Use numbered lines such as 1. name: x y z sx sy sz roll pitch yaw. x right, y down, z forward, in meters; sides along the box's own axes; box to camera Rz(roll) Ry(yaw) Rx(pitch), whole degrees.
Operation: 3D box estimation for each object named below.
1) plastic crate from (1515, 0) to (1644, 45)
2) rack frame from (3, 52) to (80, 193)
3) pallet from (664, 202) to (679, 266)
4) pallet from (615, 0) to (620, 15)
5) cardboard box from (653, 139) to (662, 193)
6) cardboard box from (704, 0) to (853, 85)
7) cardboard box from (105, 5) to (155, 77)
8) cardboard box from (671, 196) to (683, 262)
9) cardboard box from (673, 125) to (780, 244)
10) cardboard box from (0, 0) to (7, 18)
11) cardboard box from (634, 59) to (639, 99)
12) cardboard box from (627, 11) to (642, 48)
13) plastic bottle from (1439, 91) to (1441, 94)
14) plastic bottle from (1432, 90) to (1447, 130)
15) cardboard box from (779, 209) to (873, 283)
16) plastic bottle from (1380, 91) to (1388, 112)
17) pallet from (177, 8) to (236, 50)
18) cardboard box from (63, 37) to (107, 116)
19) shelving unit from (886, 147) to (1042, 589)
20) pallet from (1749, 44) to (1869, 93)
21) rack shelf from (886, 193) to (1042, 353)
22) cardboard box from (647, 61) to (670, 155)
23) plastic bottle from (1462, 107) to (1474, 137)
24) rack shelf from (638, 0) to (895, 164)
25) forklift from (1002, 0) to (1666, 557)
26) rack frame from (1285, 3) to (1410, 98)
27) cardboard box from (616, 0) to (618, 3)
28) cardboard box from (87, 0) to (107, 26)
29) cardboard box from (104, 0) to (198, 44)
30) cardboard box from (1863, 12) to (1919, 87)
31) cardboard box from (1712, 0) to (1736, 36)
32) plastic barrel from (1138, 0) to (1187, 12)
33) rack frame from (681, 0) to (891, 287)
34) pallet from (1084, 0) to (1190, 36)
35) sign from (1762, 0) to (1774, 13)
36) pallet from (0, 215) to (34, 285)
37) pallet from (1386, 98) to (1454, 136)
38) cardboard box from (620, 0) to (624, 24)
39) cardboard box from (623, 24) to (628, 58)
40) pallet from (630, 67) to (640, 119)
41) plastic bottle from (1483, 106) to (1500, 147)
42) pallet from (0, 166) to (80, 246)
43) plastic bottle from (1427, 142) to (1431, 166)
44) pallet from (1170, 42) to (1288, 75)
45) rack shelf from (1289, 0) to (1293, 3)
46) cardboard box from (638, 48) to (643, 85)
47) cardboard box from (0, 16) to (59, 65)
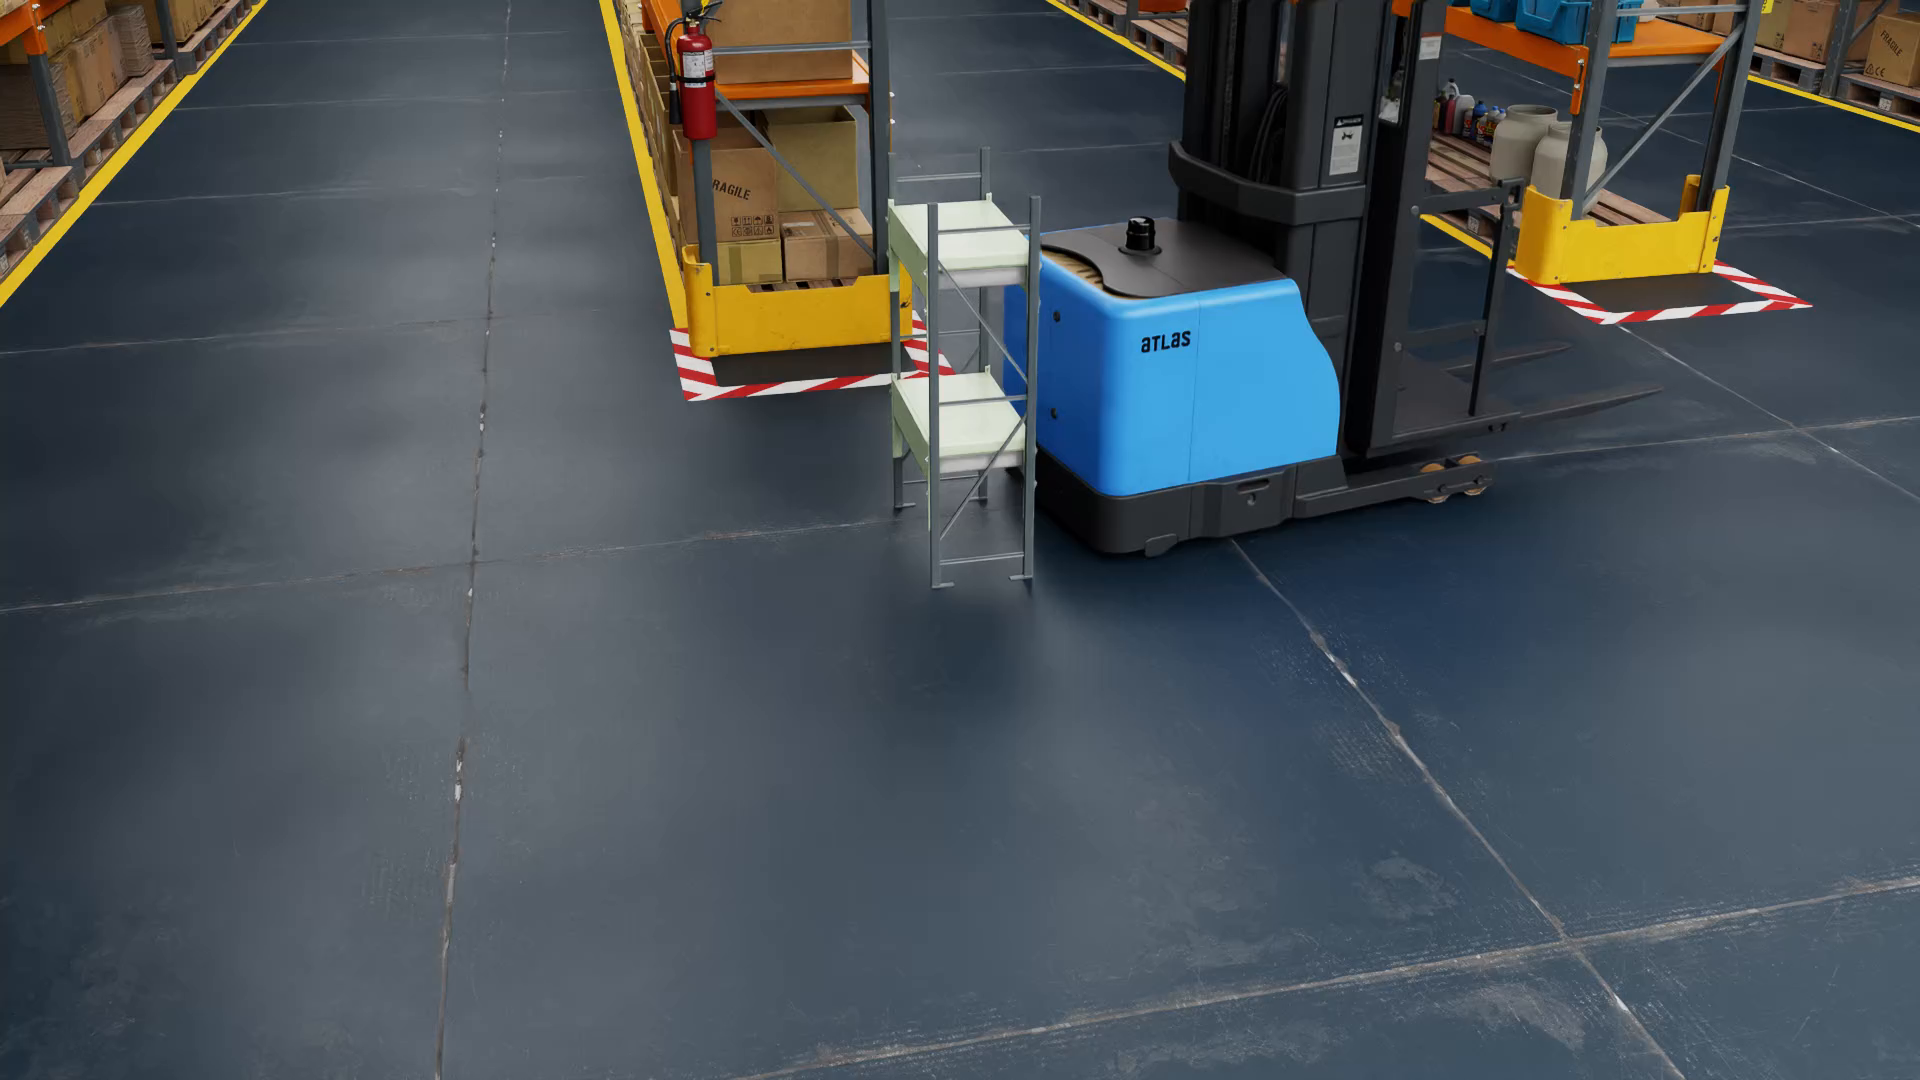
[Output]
1. plastic crate: 3.568 -3.051 9.630 0.499 0.251 0.616 -6 27 -12
2. rack frame: -6.581 -3.678 10.707 1.000 3.000 0.127 -6 27 -12
3. pallet: -1.339 -2.047 10.572 1.003 0.211 1.213 -6 27 -12
4. pallet: -3.339 -6.096 18.594 1.003 0.211 1.213 -6 27 -12
5. cardboard box: -1.731 -2.468 10.896 0.500 0.250 0.500 -6 27 -12
6. cardboard box: -0.947 -2.677 8.614 0.700 0.500 0.500 -6 27 -12
7. cardboard box: -7.270 -4.203 14.035 0.700 0.500 0.500 -6 27 -11
8. cardboard box: -1.388 -1.810 9.592 0.500 0.250 0.500 -6 27 -12
9. cardboard box: -1.265 -1.926 8.991 0.500 0.500 0.500 -6 27 -12
10. cardboard box: -6.075 -3.223 9.951 0.500 0.250 0.500 -6 27 -11
11. cardboard box: -2.360 -3.742 13.420 0.500 0.250 0.500 -5 27 -10
12. cardboard box: -2.470 -4.209 13.724 0.500 0.311 0.500 -6 27 -12
13. plastic bottle: 3.617 -3.262 12.411 0.061 0.283 0.133 -4 27 -8
14. plastic bottle: 3.519 -3.166 12.220 0.061 0.283 0.133 -6 27 -12
15. cardboard box: -0.759 -1.644 9.264 0.500 0.250 0.500 -6 27 -12
16. plastic bottle: 2.987 -3.031 11.879 0.144 0.351 0.185 -6 27 -12
17. pallet: -7.859 -5.077 16.574 1.003 0.211 1.213 -6 27 -12
18. cardboard box: -7.004 -3.529 12.699 0.700 0.500 0.500 -6 27 -11
19. shelving unit: 0.002 -0.667 6.406 0.431 1.500 0.755 -6 27 -12
20. pallet: 7.719 -4.283 15.002 1.003 0.211 1.213 -6 27 -12
21. rack shelf: 0.002 -1.015 6.230 0.431 0.370 0.720 -6 27 -12
22. cardboard box: -1.731 -2.803 10.727 0.500 0.500 0.500 -6 27 -12
23. plastic bottle: 3.699 -3.030 12.042 0.097 0.201 0.097 0 27 0
24. rack shelf: -1.305 -2.983 10.130 1.077 0.370 4.000 -6 27 -12
25. forklift: 1.730 -1.669 6.803 3.031 2.935 1.130 -11 29 -21
26. rack frame: 3.071 -4.684 12.700 1.000 3.000 0.127 -6 27 -12
27. cardboard box: -3.337 -5.862 17.322 0.500 0.500 0.500 -7 28 -14
28. cardboard box: -7.202 -4.281 13.357 0.500 0.250 0.500 -5 27 -11
29. cardboard box: -7.521 -4.998 15.242 0.750 0.750 0.750 -6 27 -12
30. cardboard box: 7.948 -4.078 13.810 0.500 0.500 0.500 -7 28 -13
31. cardboard box: 7.563 -4.996 15.604 0.700 0.500 0.500 -8 28 -16
32. plastic barrel: 2.043 -5.871 16.996 0.600 0.830 0.708 -6 27 -12
33. rack frame: -0.854 -2.426 8.228 1.000 3.000 0.127 -6 27 -12
34. pallet: 1.951 -5.537 17.485 1.003 0.211 1.213 -6 27 -12
35. sign: 4.509 -3.105 9.266 0.100 0.325 0.005 -6 27 -12
36. pallet: -6.117 -1.605 9.695 1.003 0.211 1.213 -6 27 -12
37. pallet: 3.182 -3.140 12.736 1.003 0.211 1.213 -6 27 -12
38. cardboard box: -2.826 -4.889 15.070 0.500 0.311 0.500 -5 27 -10
39. cardboard box: -2.711 -4.418 14.759 0.500 0.250 0.500 -7 28 -13
40. pallet: -2.238 -3.794 14.032 1.003 0.211 1.213 -6 27 -12
41. plastic bottle: 3.767 -2.928 11.762 0.097 0.271 0.097 0 27 0
42. pallet: -6.396 -2.141 10.759 1.003 0.211 1.213 -6 27 -12
43. plastic bottle: 3.131 -2.637 11.262 0.097 0.201 0.097 0 27 0
44. pallet: 2.578 -4.316 15.067 1.003 0.211 1.213 -6 27 -12
45. rack shelf: 2.620 -5.240 14.602 1.077 0.370 4.000 -6 27 -12
46. cardboard box: -2.127 -3.541 12.400 0.500 0.311 0.500 -6 27 -12
47. cardboard box: -6.866 -3.607 12.022 0.500 0.250 0.500 -7 28 -13
